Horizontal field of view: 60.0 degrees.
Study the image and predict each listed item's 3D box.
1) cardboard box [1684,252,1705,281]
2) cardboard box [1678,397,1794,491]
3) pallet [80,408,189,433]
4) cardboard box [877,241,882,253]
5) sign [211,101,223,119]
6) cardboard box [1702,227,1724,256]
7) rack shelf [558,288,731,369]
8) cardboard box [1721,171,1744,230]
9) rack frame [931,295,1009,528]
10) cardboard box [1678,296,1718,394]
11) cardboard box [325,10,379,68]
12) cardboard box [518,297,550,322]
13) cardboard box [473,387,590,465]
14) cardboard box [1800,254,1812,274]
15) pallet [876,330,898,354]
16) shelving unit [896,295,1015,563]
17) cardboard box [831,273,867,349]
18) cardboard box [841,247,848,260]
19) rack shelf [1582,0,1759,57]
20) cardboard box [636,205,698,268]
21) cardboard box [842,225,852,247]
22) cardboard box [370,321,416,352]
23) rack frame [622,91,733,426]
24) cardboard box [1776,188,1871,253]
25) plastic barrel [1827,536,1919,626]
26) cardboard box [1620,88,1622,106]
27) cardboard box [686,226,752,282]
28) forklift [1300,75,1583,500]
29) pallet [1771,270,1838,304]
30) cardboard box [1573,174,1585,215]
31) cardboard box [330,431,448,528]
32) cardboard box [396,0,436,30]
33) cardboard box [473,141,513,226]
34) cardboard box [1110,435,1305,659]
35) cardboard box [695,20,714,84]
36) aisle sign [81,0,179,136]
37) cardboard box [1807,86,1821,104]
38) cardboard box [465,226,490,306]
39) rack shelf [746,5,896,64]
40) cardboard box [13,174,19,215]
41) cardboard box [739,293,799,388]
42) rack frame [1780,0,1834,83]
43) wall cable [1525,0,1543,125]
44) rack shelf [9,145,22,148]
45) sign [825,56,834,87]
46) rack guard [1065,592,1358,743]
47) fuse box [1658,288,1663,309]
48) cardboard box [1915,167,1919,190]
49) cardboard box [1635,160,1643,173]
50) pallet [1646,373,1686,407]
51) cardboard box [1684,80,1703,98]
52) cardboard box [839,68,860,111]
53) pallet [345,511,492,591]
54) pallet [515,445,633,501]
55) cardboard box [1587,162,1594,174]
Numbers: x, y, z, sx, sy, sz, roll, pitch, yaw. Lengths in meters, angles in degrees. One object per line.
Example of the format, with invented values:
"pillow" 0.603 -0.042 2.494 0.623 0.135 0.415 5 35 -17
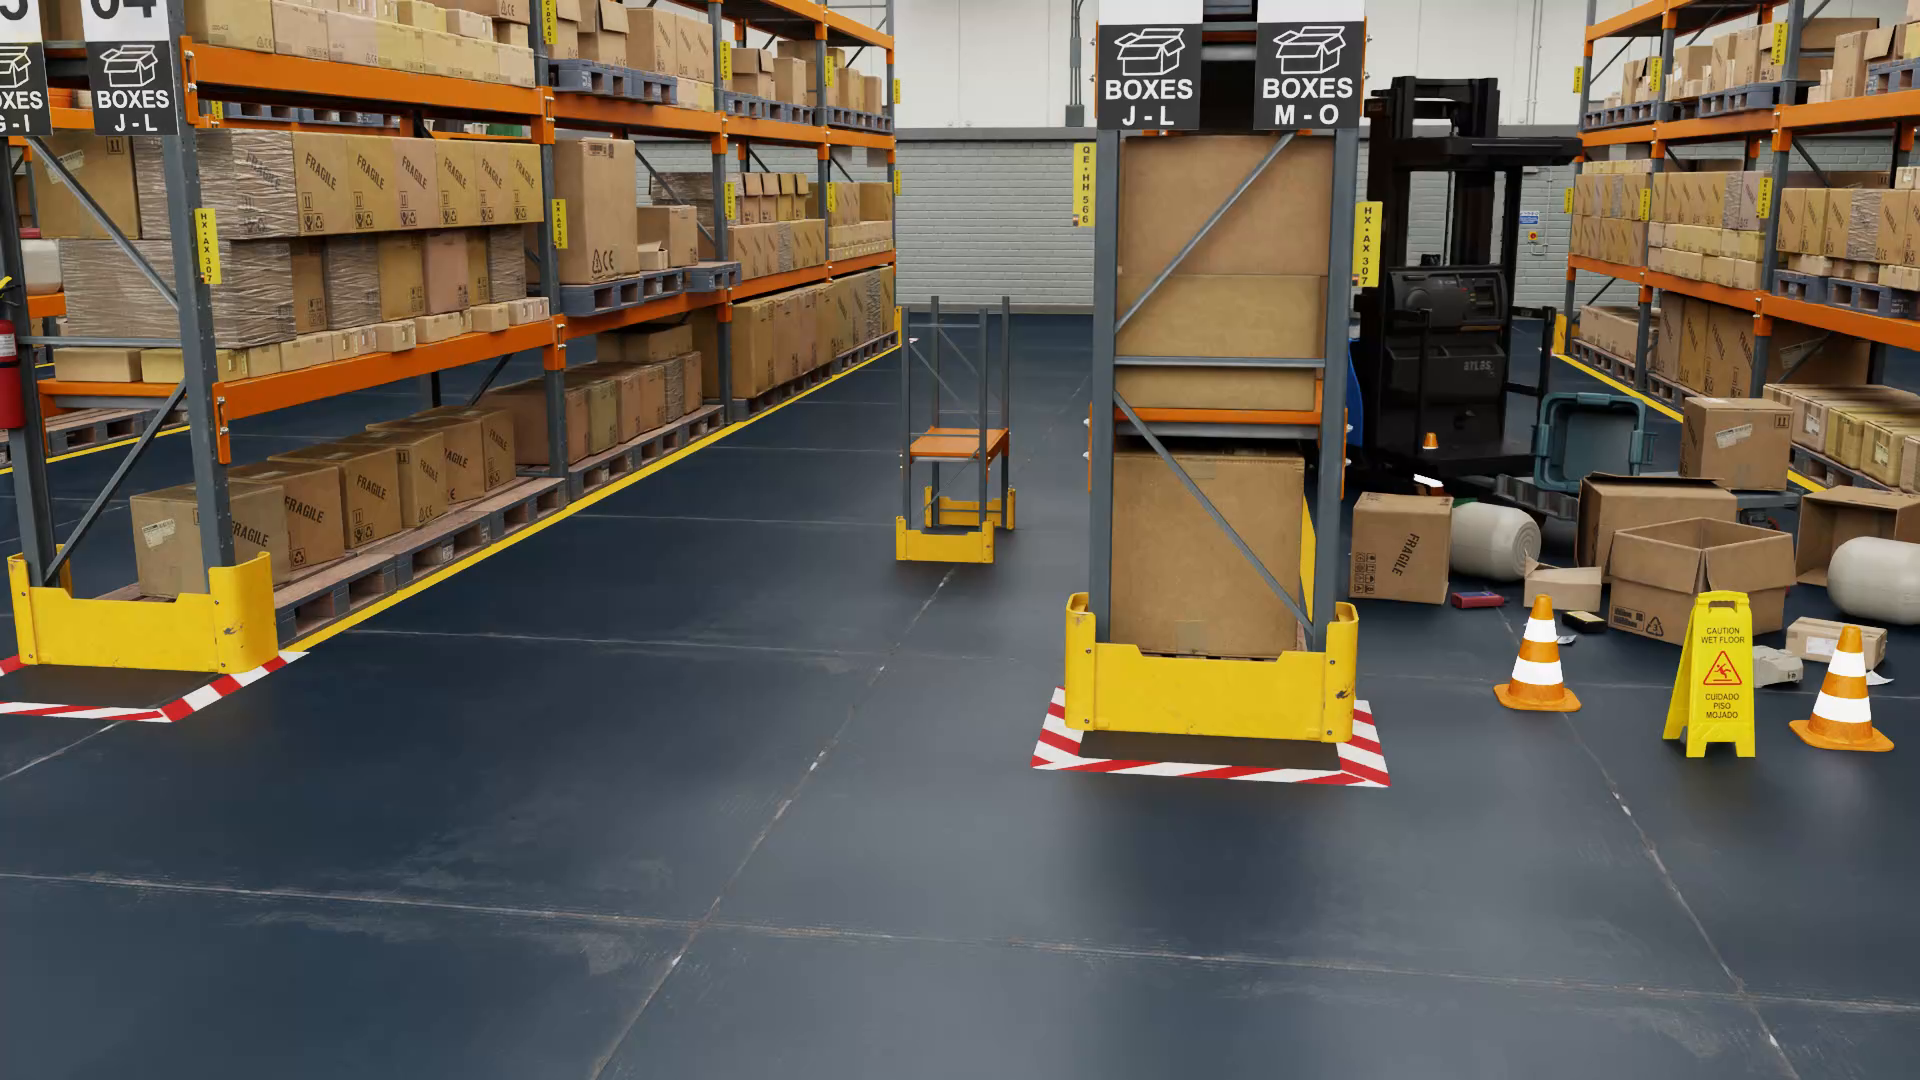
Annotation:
"cardboard box" 7.200 -2.591 15.753 0.500 0.250 0.500 2 12 8
"cardboard box" 4.793 -0.600 10.292 0.500 0.500 0.500 2 12 9
"pallet" -7.672 -1.191 15.519 1.003 0.211 1.213 2 12 9
"cardboard box" -1.237 -3.853 21.848 0.380 0.149 0.250 2 12 10
"sign" -6.970 -4.113 15.587 0.100 0.325 0.005 2 12 9
"cardboard box" 7.129 -2.727 15.196 0.500 0.250 0.500 2 12 7
"rack shelf" -2.928 -1.786 13.367 1.077 0.370 4.000 2 12 9
"cardboard box" 7.063 -2.993 14.653 0.500 0.500 0.500 2 12 10
"rack frame" 0.065 -0.821 10.744 0.500 1.500 0.032 2 12 9
"cardboard box" 7.639 -1.912 16.292 0.875 0.875 0.875 2 12 10
"cardboard box" -3.368 -2.584 8.599 0.500 0.250 0.500 2 12 8
"cardboard box" -2.978 -1.544 11.134 0.380 0.149 0.250 2 12 9
"cardboard box" -3.120 -0.841 12.166 0.700 0.500 0.500 1 12 4
"cardboard box" 6.774 -2.140 12.904 0.380 0.149 0.250 1 12 5
"pallet" -1.436 -2.687 22.460 1.003 0.211 1.213 2 12 9
"shelving unit" -0.012 -0.717 10.262 0.587 1.500 1.083 2 12 9
"cardboard box" -1.686 -2.875 20.761 0.875 0.875 0.875 2 12 9
"cardboard box" -1.551 -3.424 19.857 0.380 0.149 0.250 2 12 11
"rack shelf" 8.094 -5.867 19.015 1.077 0.370 4.000 2 12 9
"cardboard box" -2.651 -2.575 14.086 0.700 0.500 0.500 4 13 17
"cardboard box" -1.593 -3.651 19.965 0.500 0.250 0.500 2 12 8
"cardboard box" -3.245 -1.126 9.196 0.380 0.149 0.250 2 12 9
"rack frame" -2.621 -2.554 15.223 1.000 3.000 0.127 2 12 9
"cardboard box" 6.874 -2.546 13.247 0.500 0.500 0.500 2 12 7
"plastic barrel" 4.763 0.213 8.500 0.421 0.421 0.512 -10 16 -40
"cardboard box" 8.122 -5.265 19.661 0.500 0.311 0.500 2 12 10
"cardboard box" -2.277 -2.695 15.641 0.500 0.500 0.500 2 12 10
"forklift" 3.560 -1.755 11.679 1.130 2.935 3.031 -4 13 -17
"pallet" 7.167 -1.987 13.049 1.213 0.211 1.003 2 12 9
"cardboard box" 8.047 -4.345 20.924 0.500 0.500 0.500 2 12 7
"cardboard box" -3.435 -0.371 10.032 0.500 0.500 0.500 1 12 4
"cardboard box" -3.198 -2.957 9.386 0.380 0.149 0.250 2 12 11
"cardboard box" -3.109 -2.197 10.253 0.500 0.500 0.500 2 12 9
"cardboard box" 1.074 -0.017 7.497 0.875 0.875 0.875 2 12 9
"cardboard box" -2.447 -4.206 14.345 0.500 0.500 0.500 2 12 10
"aisle sign" -3.564 -2.137 7.117 0.394 0.787 0.004 2 12 9
"cardboard box" 6.955 -3.516 13.165 0.380 0.149 0.250 2 12 9
"cardboard box" -3.478 -1.721 10.414 0.875 0.500 0.500 2 12 9
"rack shelf" -1.698 -6.188 20.505 1.077 0.370 4.000 2 12 9
"cardboard box" -11.971 -4.359 20.991 0.500 0.500 0.500 2 12 9
"cardboard box" -2.349 -2.049 16.926 1.225 0.875 0.875 2 12 9
"rack frame" 7.172 -5.165 13.101 1.000 3.000 0.127 2 12 9
"wall cable" 8.998 -8.024 26.365 0.463 3.000 0.029 2 12 9
"rack shelf" -11.486 -5.239 22.271 1.077 0.370 4.000 2 12 9
"sign" -1.468 -5.244 18.611 0.100 0.325 0.005 2 12 9
"rack guard" 1.031 0.520 6.892 1.175 0.500 0.348 2 12 9
"fuse box" 11.299 -4.344 26.590 0.539 1.711 0.414 2 12 9
"cardboard box" 6.497 -2.364 10.862 0.380 0.149 0.250 2 12 7
"cardboard box" 7.737 -4.151 18.483 0.380 0.149 0.250 2 12 8
"pallet" 7.743 -1.539 17.134 1.003 0.211 1.213 2 12 9
"cardboard box" 7.246 -4.371 16.092 0.380 0.166 0.250 1 12 5
"cardboard box" -1.637 -5.537 20.473 0.700 0.500 0.500 2 12 11
"pallet" -3.489 0.038 9.817 1.003 0.211 1.213 2 12 9
"pallet" -3.117 -0.520 12.405 1.003 0.211 1.213 2 12 9
"cardboard box" 7.951 -4.581 20.477 0.380 0.149 0.250 2 12 10
